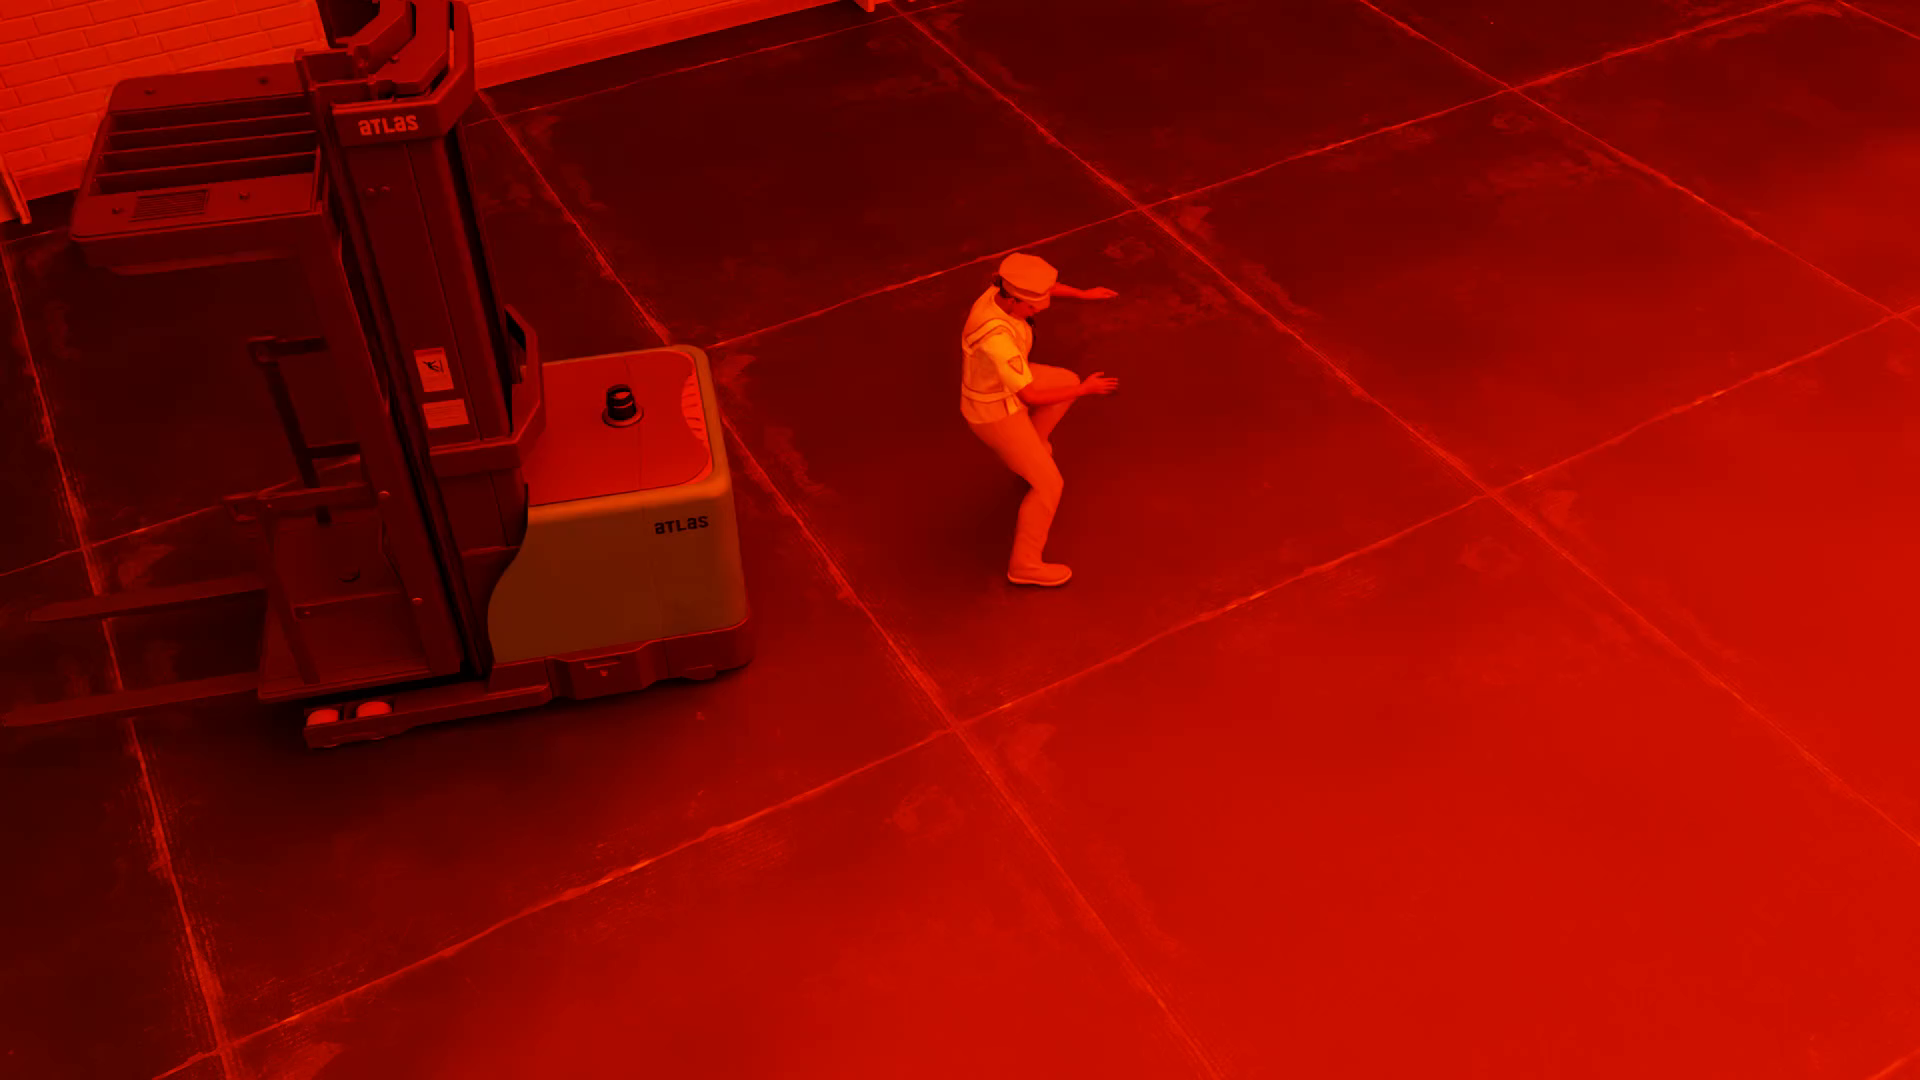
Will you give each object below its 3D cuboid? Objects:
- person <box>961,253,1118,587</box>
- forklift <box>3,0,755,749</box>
[{"bbox_3d":[0.362,-0.646,7.494,0.712,1.436,0.995,9,44,9],"label":"person"},{"bbox_3d":[-2.463,-0.608,6.353,3.031,2.935,1.130,-9,44,-9],"label":"forklift"}]
